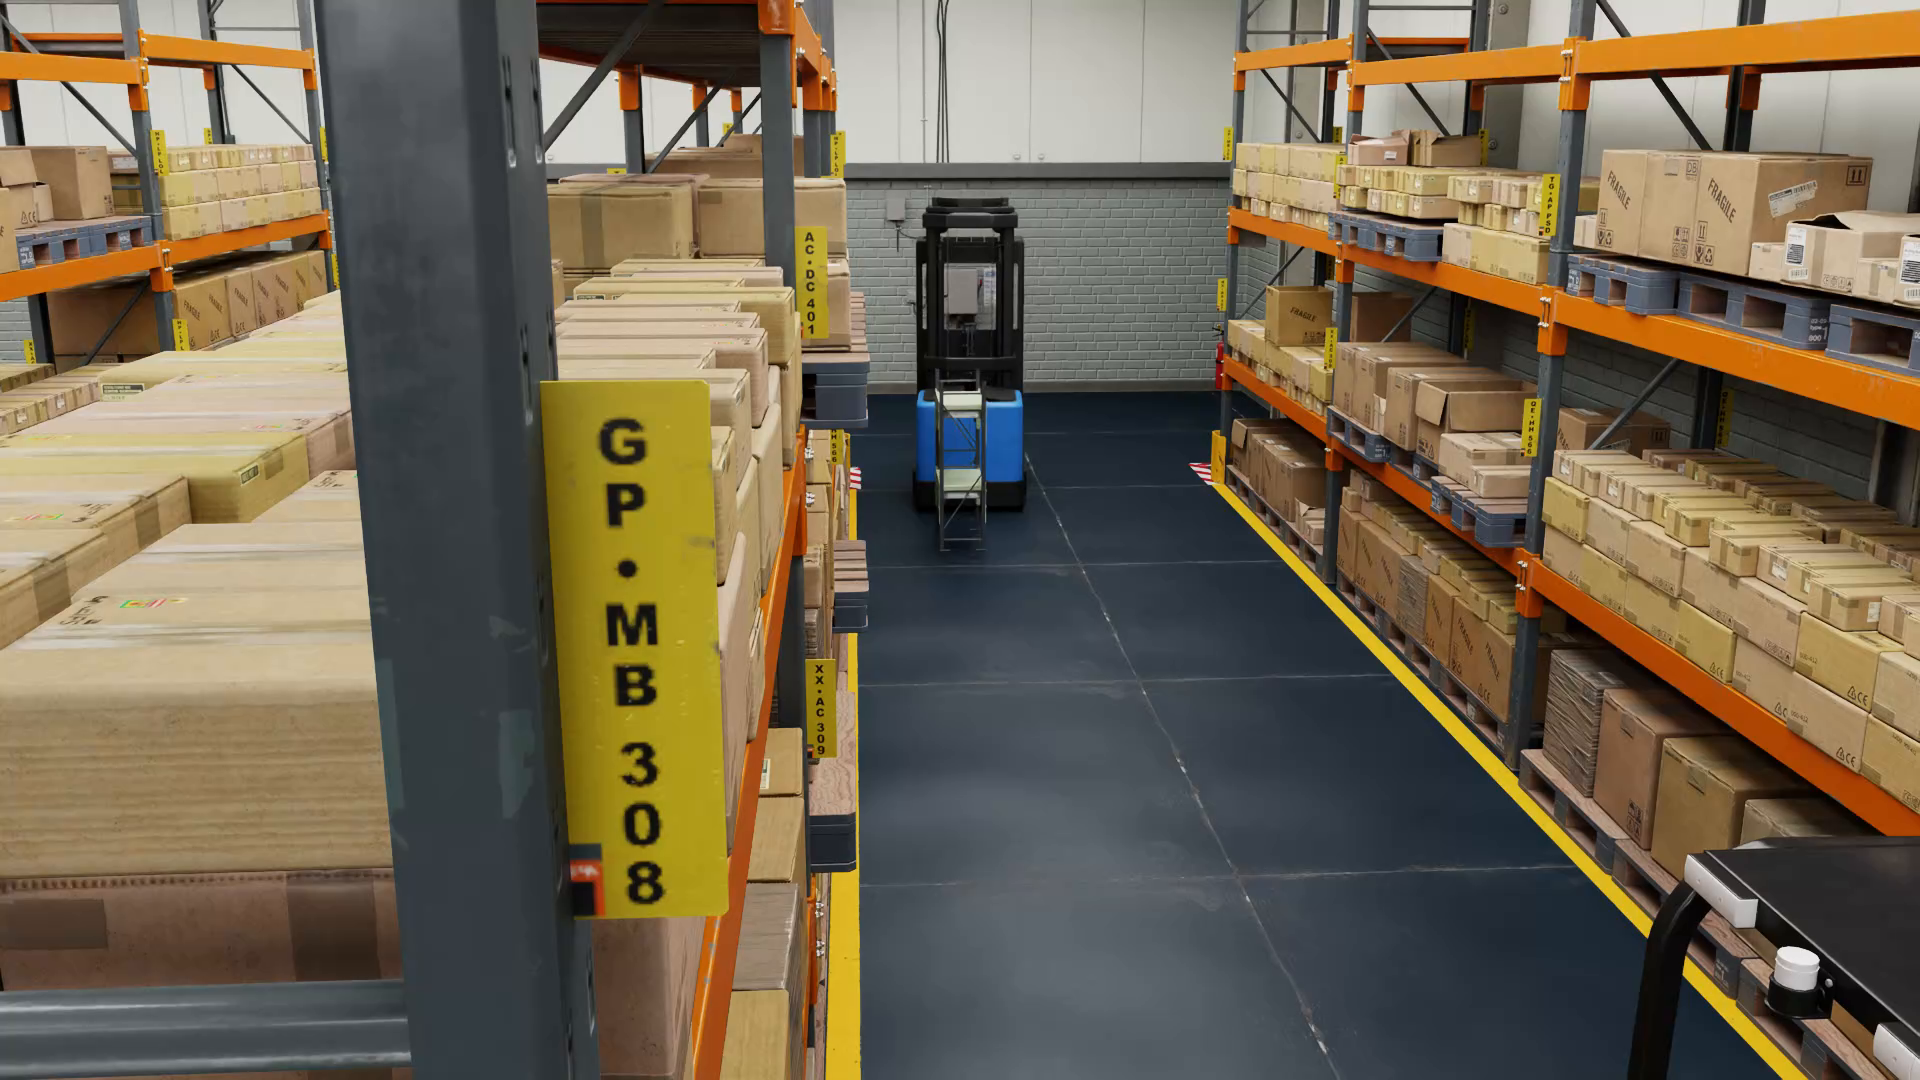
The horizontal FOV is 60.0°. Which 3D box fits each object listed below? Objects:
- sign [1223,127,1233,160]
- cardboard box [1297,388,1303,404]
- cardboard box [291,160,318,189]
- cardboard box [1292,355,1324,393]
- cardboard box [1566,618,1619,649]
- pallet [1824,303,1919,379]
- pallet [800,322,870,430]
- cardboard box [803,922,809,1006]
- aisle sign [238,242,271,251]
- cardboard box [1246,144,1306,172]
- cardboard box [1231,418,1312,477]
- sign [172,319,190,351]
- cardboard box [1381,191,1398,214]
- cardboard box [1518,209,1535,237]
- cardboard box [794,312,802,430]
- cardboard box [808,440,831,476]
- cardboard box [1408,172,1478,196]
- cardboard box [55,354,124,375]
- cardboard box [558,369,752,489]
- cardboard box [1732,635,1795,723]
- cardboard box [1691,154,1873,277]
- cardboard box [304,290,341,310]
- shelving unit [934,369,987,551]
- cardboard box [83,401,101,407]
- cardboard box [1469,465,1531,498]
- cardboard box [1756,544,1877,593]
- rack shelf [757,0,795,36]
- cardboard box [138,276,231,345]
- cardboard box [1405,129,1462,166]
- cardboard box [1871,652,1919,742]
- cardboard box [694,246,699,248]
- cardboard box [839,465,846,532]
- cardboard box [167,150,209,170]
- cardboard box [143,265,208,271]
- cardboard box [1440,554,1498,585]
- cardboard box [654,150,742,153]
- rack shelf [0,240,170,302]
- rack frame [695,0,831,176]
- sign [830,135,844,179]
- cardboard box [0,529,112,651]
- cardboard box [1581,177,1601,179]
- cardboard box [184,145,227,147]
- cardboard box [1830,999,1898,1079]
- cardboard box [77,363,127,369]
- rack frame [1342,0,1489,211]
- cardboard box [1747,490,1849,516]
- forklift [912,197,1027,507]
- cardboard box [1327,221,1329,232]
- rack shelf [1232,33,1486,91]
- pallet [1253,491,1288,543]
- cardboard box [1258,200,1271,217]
[{"bbox_3d":[2.690,-3.971,16.665,0.100,0.325,0.005,-1,14,-3],"label":"sign"},{"bbox_3d":[3.140,-1.256,14.394,0.380,0.149,0.250,-1,14,-2],"label":"cardboard box"},{"bbox_3d":[-6.374,-3.435,15.637,0.500,0.250,0.500,-1,14,-5],"label":"cardboard box"},{"bbox_3d":[3.158,-1.427,14.256,0.500,0.250,0.500,-1,14,-3],"label":"cardboard box"},{"bbox_3d":[3.981,0.785,10.131,0.500,0.500,0.500,0,14,-1],"label":"cardboard box"},{"bbox_3d":[3.907,-0.698,6.083,0.805,0.209,1.217,-1,15,-6],"label":"pallet"},{"bbox_3d":[-0.911,-0.558,5.532,1.213,0.211,1.003,-1,14,-3],"label":"pallet"},{"bbox_3d":[-0.633,1.218,4.778,0.380,0.149,0.250,-1,14,-2],"label":"cardboard box"},{"bbox_3d":[-6.961,-3.196,16.213,0.394,0.787,0.004,-1,14,-3],"label":"aisle sign"},{"bbox_3d":[3.021,-3.628,15.789,0.500,0.250,0.500,-1,14,-4],"label":"cardboard box"},{"bbox_3d":[3.175,-0.944,16.842,0.797,0.503,0.637,-1,15,-6],"label":"cardboard box"},{"bbox_3d":[-5.855,-1.499,12.510,0.100,0.325,0.005,-1,14,-3],"label":"sign"},{"bbox_3d":[3.166,-2.357,11.607,0.380,0.149,0.250,-1,14,-4],"label":"cardboard box"},{"bbox_3d":[3.468,-1.836,9.623,0.380,0.149,0.250,-1,14,-5],"label":"cardboard box"},{"bbox_3d":[-0.683,-0.459,4.475,0.500,0.250,0.500,-1,14,-4],"label":"cardboard box"},{"bbox_3d":[-0.878,-0.195,8.122,0.500,0.500,0.500,-1,14,-4],"label":"cardboard box"},{"bbox_3d":[3.214,-2.372,11.069,0.380,0.149,0.250,-1,14,-3],"label":"cardboard box"},{"bbox_3d":[-6.721,-1.238,13.019,0.500,0.500,0.500,-1,14,-3],"label":"cardboard box"},{"bbox_3d":[-0.522,-0.171,2.554,0.380,0.149,0.250,0,14,-2],"label":"cardboard box"},{"bbox_3d":[3.646,0.584,7.039,0.500,0.250,0.500,-1,14,-3],"label":"cardboard box"},{"bbox_3d":[3.592,-1.429,7.298,0.500,0.500,0.500,-1,14,-2],"label":"cardboard box"},{"bbox_3d":[-1.243,-0.479,3.753,0.380,0.149,0.250,-1,14,-4],"label":"cardboard box"},{"bbox_3d":[0.000,-0.725,14.833,0.431,1.500,0.755,-1,14,-3],"label":"shelving unit"},{"bbox_3d":[-6.136,-0.864,11.428,0.380,0.149,0.250,-1,14,-5],"label":"cardboard box"},{"bbox_3d":[3.303,-0.353,10.038,0.380,0.149,0.250,-1,14,-2],"label":"cardboard box"},{"bbox_3d":[3.623,0.120,7.038,0.380,0.149,0.250,-1,14,-3],"label":"cardboard box"},{"bbox_3d":[-0.855,-1.099,2.689,1.077,0.370,4.000,-1,14,-3],"label":"rack shelf"},{"bbox_3d":[-6.241,-1.850,13.394,0.500,0.500,0.500,-1,14,-5],"label":"cardboard box"},{"bbox_3d":[3.567,-2.961,12.526,0.396,0.266,0.258,-1,14,-4],"label":"cardboard box"},{"bbox_3d":[3.689,0.594,5.997,0.500,0.250,0.500,-1,14,-5],"label":"cardboard box"},{"bbox_3d":[-1.217,-1.020,6.410,0.500,0.250,0.500,-1,14,-3],"label":"cardboard box"},{"bbox_3d":[-1.463,-0.374,14.758,0.875,0.438,0.875,-1,14,-5],"label":"cardboard box"},{"bbox_3d":[-6.212,-3.016,13.205,0.380,0.149,0.250,-1,14,-5],"label":"cardboard box"},{"bbox_3d":[-6.811,-2.103,14.376,0.500,0.500,0.500,-1,14,-5],"label":"cardboard box"},{"bbox_3d":[3.436,0.199,11.106,0.380,0.149,0.250,-1,14,-4],"label":"cardboard box"},{"bbox_3d":[-1.626,-2.174,10.394,0.500,0.500,0.500,-1,14,-3],"label":"cardboard box"},{"bbox_3d":[-6.285,-1.536,10.400,1.077,0.370,4.000,-1,14,-3],"label":"rack shelf"},{"bbox_3d":[-1.475,-3.936,12.265,1.000,3.000,0.127,-1,14,-3],"label":"rack frame"},{"bbox_3d":[-0.934,-2.897,12.577,0.100,0.325,0.005,-1,14,-3],"label":"sign"},{"bbox_3d":[-1.024,0.092,1.532,0.380,0.149,0.250,-1,14,-2],"label":"cardboard box"},{"bbox_3d":[3.908,-2.180,10.363,0.380,0.149,0.250,-1,14,-4],"label":"cardboard box"},{"bbox_3d":[-6.922,-3.523,15.176,0.380,0.149,0.250,-1,14,-4],"label":"cardboard box"},{"bbox_3d":[3.931,1.698,6.328,0.875,0.625,0.625,0,14,-1],"label":"cardboard box"},{"bbox_3d":[-6.189,-1.202,12.146,0.380,0.149,0.250,0,14,-1],"label":"cardboard box"},{"bbox_3d":[3.479,-4.014,12.566,1.000,3.000,0.127,-1,14,-3],"label":"rack frame"},{"bbox_3d":[4.055,-0.143,8.061,0.380,0.149,0.250,-1,14,-4],"label":"cardboard box"},{"bbox_3d":[0.103,-2.052,17.120,1.130,2.935,3.031,0,14,0],"label":"forklift"},{"bbox_3d":[3.162,-2.524,13.301,0.380,0.149,0.250,-1,14,-4],"label":"cardboard box"},{"bbox_3d":[3.355,-4.161,14.590,1.077,0.370,4.000,-1,14,-3],"label":"rack shelf"},{"bbox_3d":[3.359,-0.233,15.507,1.003,0.211,1.213,-1,14,-3],"label":"pallet"},{"bbox_3d":[2.997,-3.094,15.515,0.380,0.149,0.250,-1,14,-4],"label":"cardboard box"}]
